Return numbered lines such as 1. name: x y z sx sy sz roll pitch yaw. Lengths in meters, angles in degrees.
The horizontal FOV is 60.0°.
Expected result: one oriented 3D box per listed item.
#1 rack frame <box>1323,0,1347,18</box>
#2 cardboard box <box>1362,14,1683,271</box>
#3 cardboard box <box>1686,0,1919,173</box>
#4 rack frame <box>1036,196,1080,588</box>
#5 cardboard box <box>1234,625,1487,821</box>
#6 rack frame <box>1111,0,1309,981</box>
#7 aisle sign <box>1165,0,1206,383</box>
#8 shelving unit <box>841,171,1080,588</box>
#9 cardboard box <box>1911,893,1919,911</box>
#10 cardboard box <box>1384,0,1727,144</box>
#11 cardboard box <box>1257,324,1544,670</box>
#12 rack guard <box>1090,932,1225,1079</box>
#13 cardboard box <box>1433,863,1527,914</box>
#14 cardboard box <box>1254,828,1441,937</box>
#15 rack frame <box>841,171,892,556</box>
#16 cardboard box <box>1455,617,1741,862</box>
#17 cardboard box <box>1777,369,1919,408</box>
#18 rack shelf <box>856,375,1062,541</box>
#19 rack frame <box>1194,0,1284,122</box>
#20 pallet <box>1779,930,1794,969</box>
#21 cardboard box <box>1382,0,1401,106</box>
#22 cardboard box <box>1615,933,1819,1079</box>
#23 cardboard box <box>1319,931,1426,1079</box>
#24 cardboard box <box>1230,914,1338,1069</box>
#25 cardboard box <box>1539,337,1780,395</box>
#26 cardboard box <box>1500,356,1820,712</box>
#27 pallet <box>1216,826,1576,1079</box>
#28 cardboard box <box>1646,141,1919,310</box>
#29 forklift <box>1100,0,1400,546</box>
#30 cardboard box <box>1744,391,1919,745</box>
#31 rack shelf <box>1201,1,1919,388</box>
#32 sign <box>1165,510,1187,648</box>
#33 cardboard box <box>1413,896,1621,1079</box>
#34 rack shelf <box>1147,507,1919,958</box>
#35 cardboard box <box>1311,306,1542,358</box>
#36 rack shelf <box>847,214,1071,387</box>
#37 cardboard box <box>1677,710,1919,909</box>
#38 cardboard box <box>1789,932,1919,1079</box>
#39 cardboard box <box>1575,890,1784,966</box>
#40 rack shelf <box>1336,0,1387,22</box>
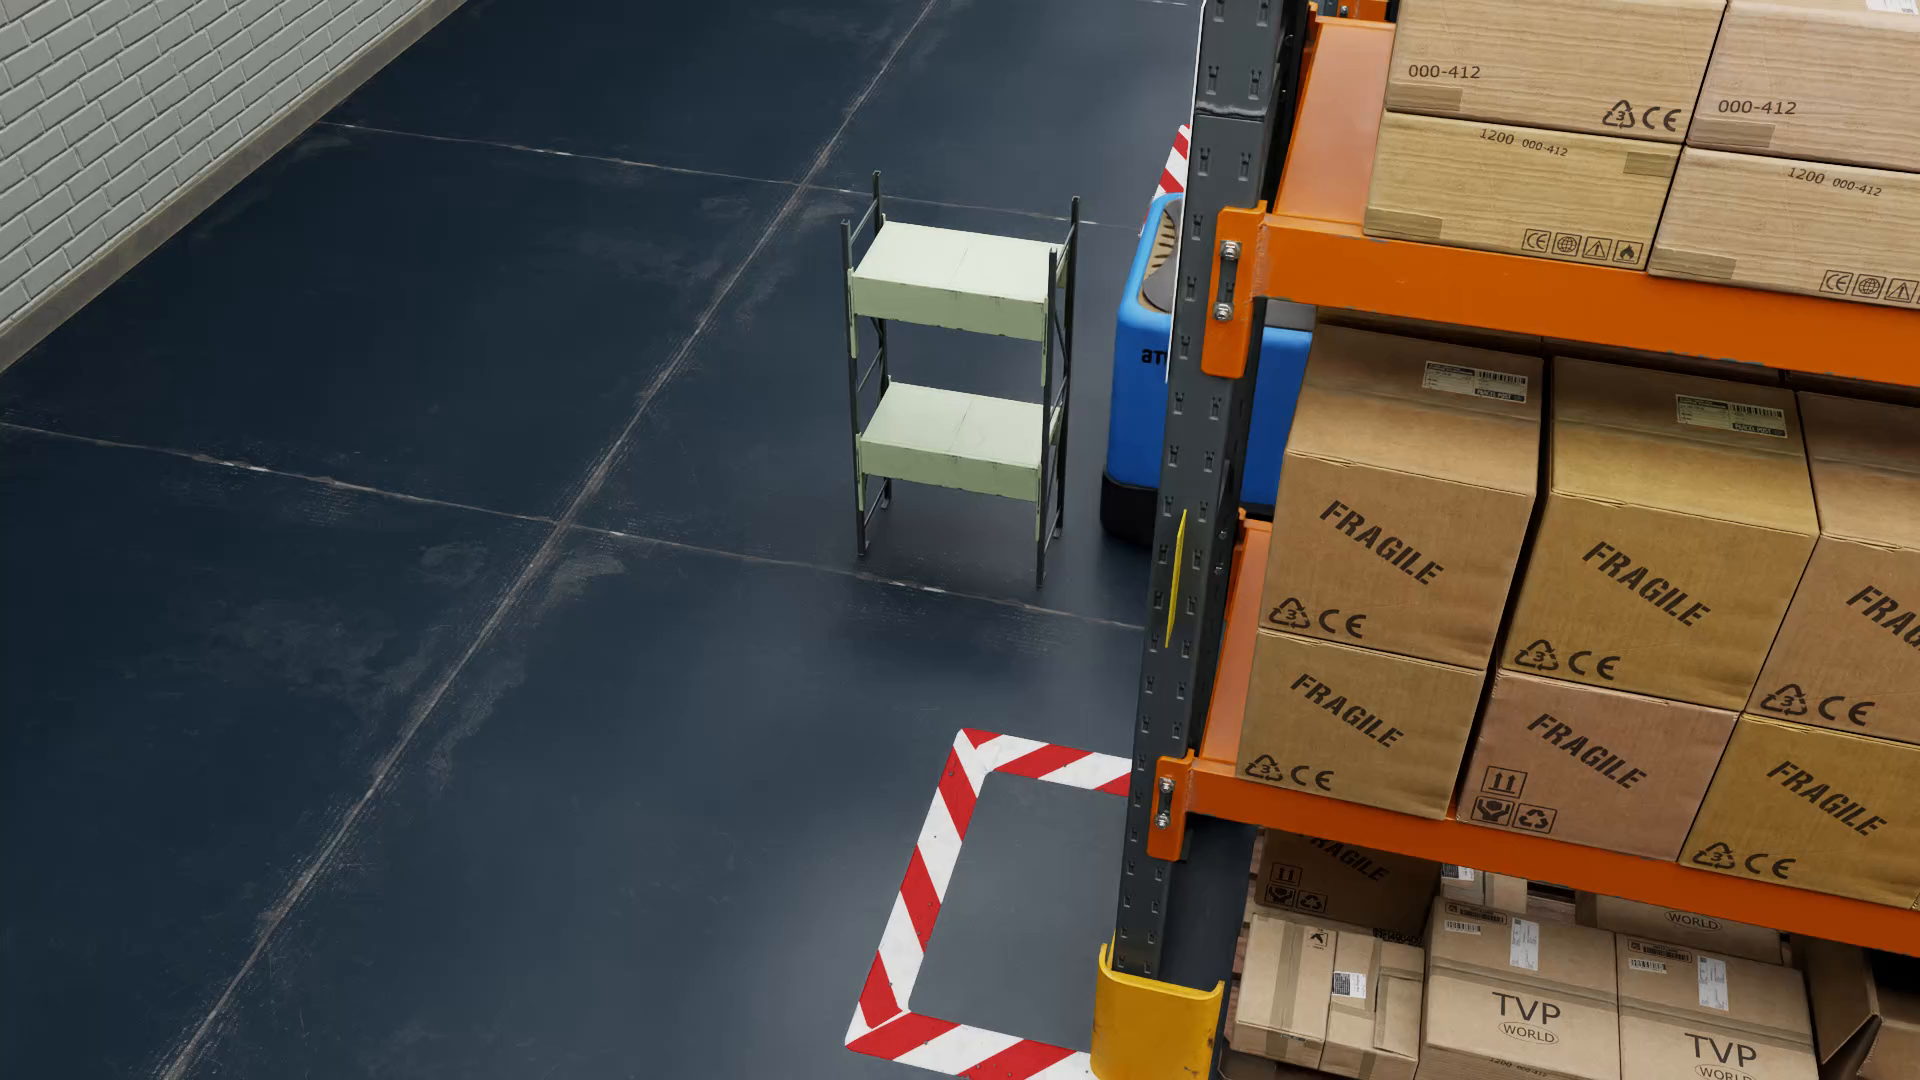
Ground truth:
1. rack frame: 1.897 -2.996 7.985 0.127 3.000 1.000 10 41 11
2. cardboard box: 1.044 -0.767 3.116 0.500 0.250 0.500 10 41 11
3. cardboard box: 1.523 -0.867 2.846 0.500 0.250 0.500 10 41 11
4. rack frame: 0.360 -0.512 6.194 0.023 1.500 0.400 10 41 11
5. cardboard box: 0.974 0.280 4.007 0.500 0.500 0.500 11 41 12
6. rack frame: 0.613 0.081 4.322 0.127 3.000 1.000 10 41 11
7. aisle sign: 0.471 -0.744 3.282 0.004 0.787 0.394 10 41 11
8. shelving unit: 0.006 -0.573 6.266 0.755 1.500 0.431 10 41 11
9. cardboard box: 2.440 0.532 3.707 0.500 0.500 0.500 10 41 12
10. cardboard box: 1.042 -0.955 2.950 0.500 0.250 0.500 10 41 11
11. cardboard box: 0.974 -0.103 3.685 0.500 0.500 0.500 11 41 13
12. rack guard: 0.687 1.050 5.111 0.348 0.500 1.175 10 41 11
13. cardboard box: 1.570 1.058 5.019 0.250 0.166 0.380 10 41 11
14. cardboard box: 1.202 0.807 5.059 0.500 0.500 0.500 10 41 11
15. rack frame: -0.347 -0.634 6.339 0.023 1.500 0.400 10 41 11
16. cardboard box: 1.473 0.362 3.908 0.500 0.500 0.500 9 41 11
17. cardboard box: 2.104 -0.271 3.885 0.500 0.500 0.500 11 41 13
18. rack shelf: 0.006 -0.324 6.476 0.720 0.370 0.431 10 41 11
19. rack frame: 0.613 -2.217 2.392 0.127 3.000 1.000 10 41 11
20. pallet: 2.632 1.497 4.803 1.213 0.211 1.003 10 41 11
21. cardboard box: 1.178 -1.089 3.499 0.500 0.250 0.500 10 41 11
22. cardboard box: 2.031 1.398 4.549 0.500 0.250 0.500 10 41 11
23. cardboard box: 1.170 1.322 4.705 0.250 0.166 0.380 10 41 11
24. cardboard box: 0.929 1.287 4.760 0.250 0.149 0.380 10 41 11
25. cardboard box: 1.602 -0.354 3.984 0.500 0.500 0.500 11 41 13
26. cardboard box: 1.481 -0.021 3.587 0.500 0.500 0.500 10 41 12
27. pallet: 1.457 1.293 5.046 1.213 0.211 1.003 10 41 11
28. cardboard box: 1.523 -0.676 3.007 0.500 0.250 0.500 10 41 11
29. forklift: 2.141 -1.210 5.912 3.031 2.935 1.130 9 41 10
30. cardboard box: 1.963 0.065 3.485 0.500 0.500 0.500 10 41 12
31. rack shelf: 2.545 -0.460 3.193 4.000 0.370 1.077 10 41 11
32. sign: 0.473 0.086 3.642 0.005 0.325 0.100 10 41 11
33. cardboard box: 1.548 1.315 4.648 0.500 0.250 0.500 10 41 11
34. rack shelf: 2.545 0.689 4.157 4.000 0.370 1.077 10 41 11
35. cardboard box: 1.114 -0.437 4.083 0.500 0.500 0.500 9 41 11
36. rack shelf: 0.006 -0.872 6.015 0.720 0.370 0.431 10 41 11
37. cardboard box: 1.957 0.448 3.807 0.500 0.500 0.500 10 41 11
38. cardboard box: 2.661 1.224 4.559 0.637 0.503 0.797 10 41 11
39. cardboard box: 2.112 1.079 4.929 0.500 0.250 0.500 10 41 11
40. rack shelf: 3.829 -2.388 7.821 4.000 0.370 1.077 10 41 11
